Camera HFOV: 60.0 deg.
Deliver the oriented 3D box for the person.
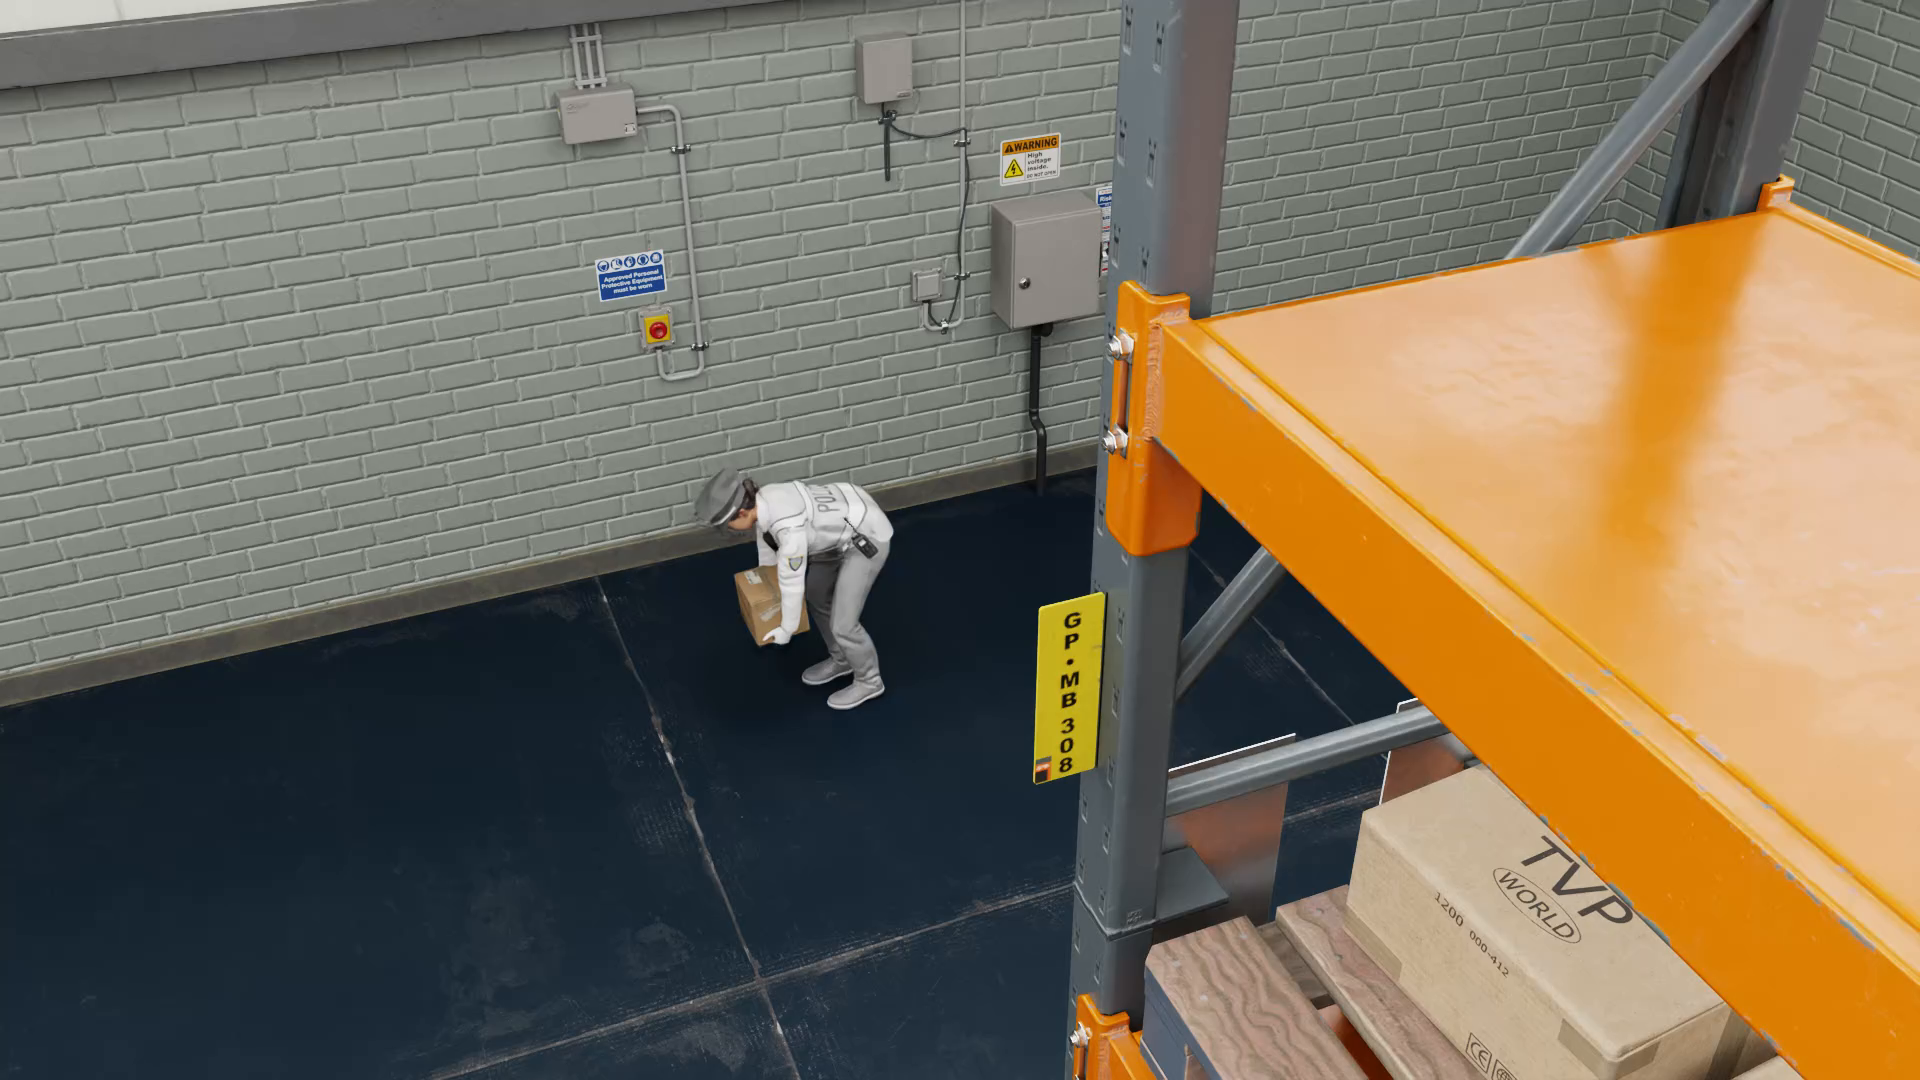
[{"bbox_3d":[-0.733,0.204,7.545,0.886,1.306,0.397,-14,36,-20],"label":"person"}]
